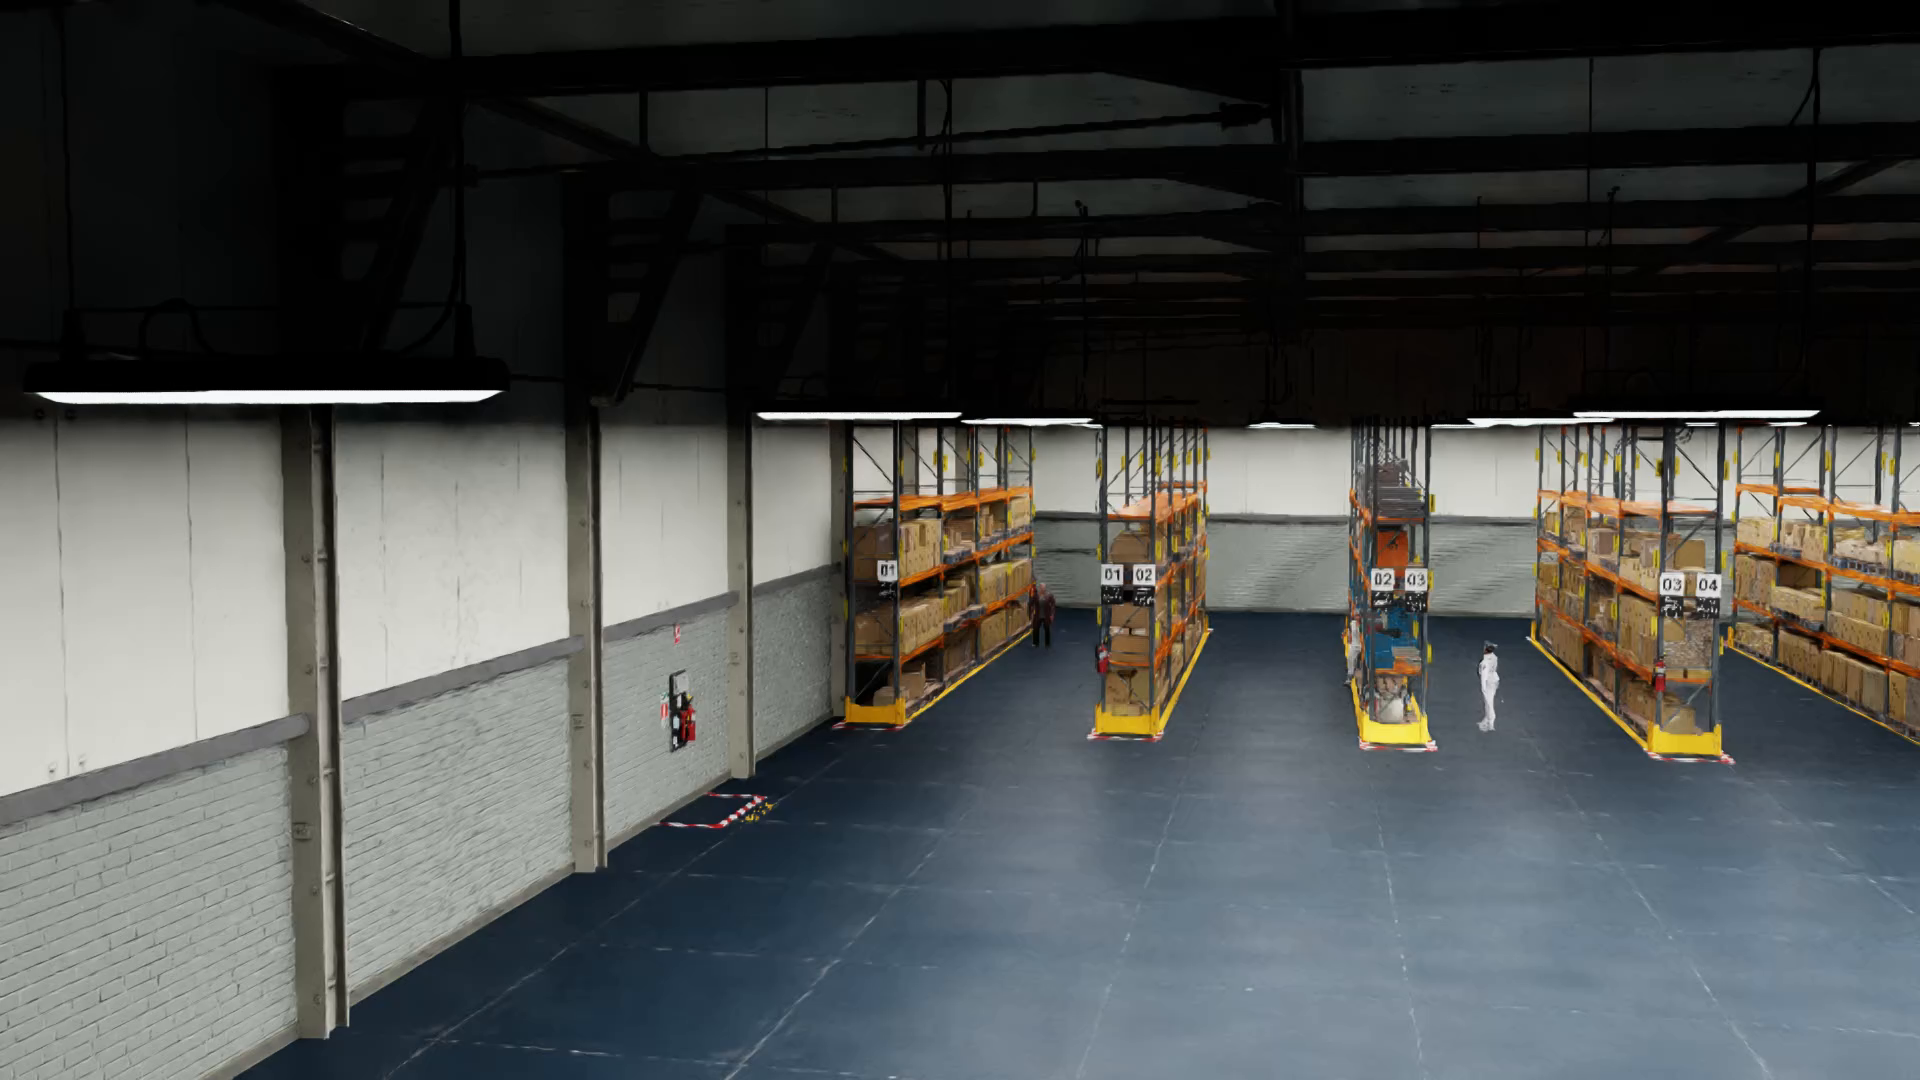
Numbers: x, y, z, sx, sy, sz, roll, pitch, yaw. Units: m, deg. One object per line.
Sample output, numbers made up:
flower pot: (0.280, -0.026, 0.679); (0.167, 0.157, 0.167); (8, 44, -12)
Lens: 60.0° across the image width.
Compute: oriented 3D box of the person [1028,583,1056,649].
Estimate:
person: (2.141, 1.978, 43.329); (0.724, 1.733, 0.546); (1, 4, 10)

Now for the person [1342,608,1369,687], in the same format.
person: (8.917, 2.390, 37.086); (0.594, 1.753, 0.997); (2, 5, 33)

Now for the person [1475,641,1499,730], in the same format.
person: (10.045, 2.762, 31.737); (0.459, 1.677, 0.525); (3, 5, 42)
